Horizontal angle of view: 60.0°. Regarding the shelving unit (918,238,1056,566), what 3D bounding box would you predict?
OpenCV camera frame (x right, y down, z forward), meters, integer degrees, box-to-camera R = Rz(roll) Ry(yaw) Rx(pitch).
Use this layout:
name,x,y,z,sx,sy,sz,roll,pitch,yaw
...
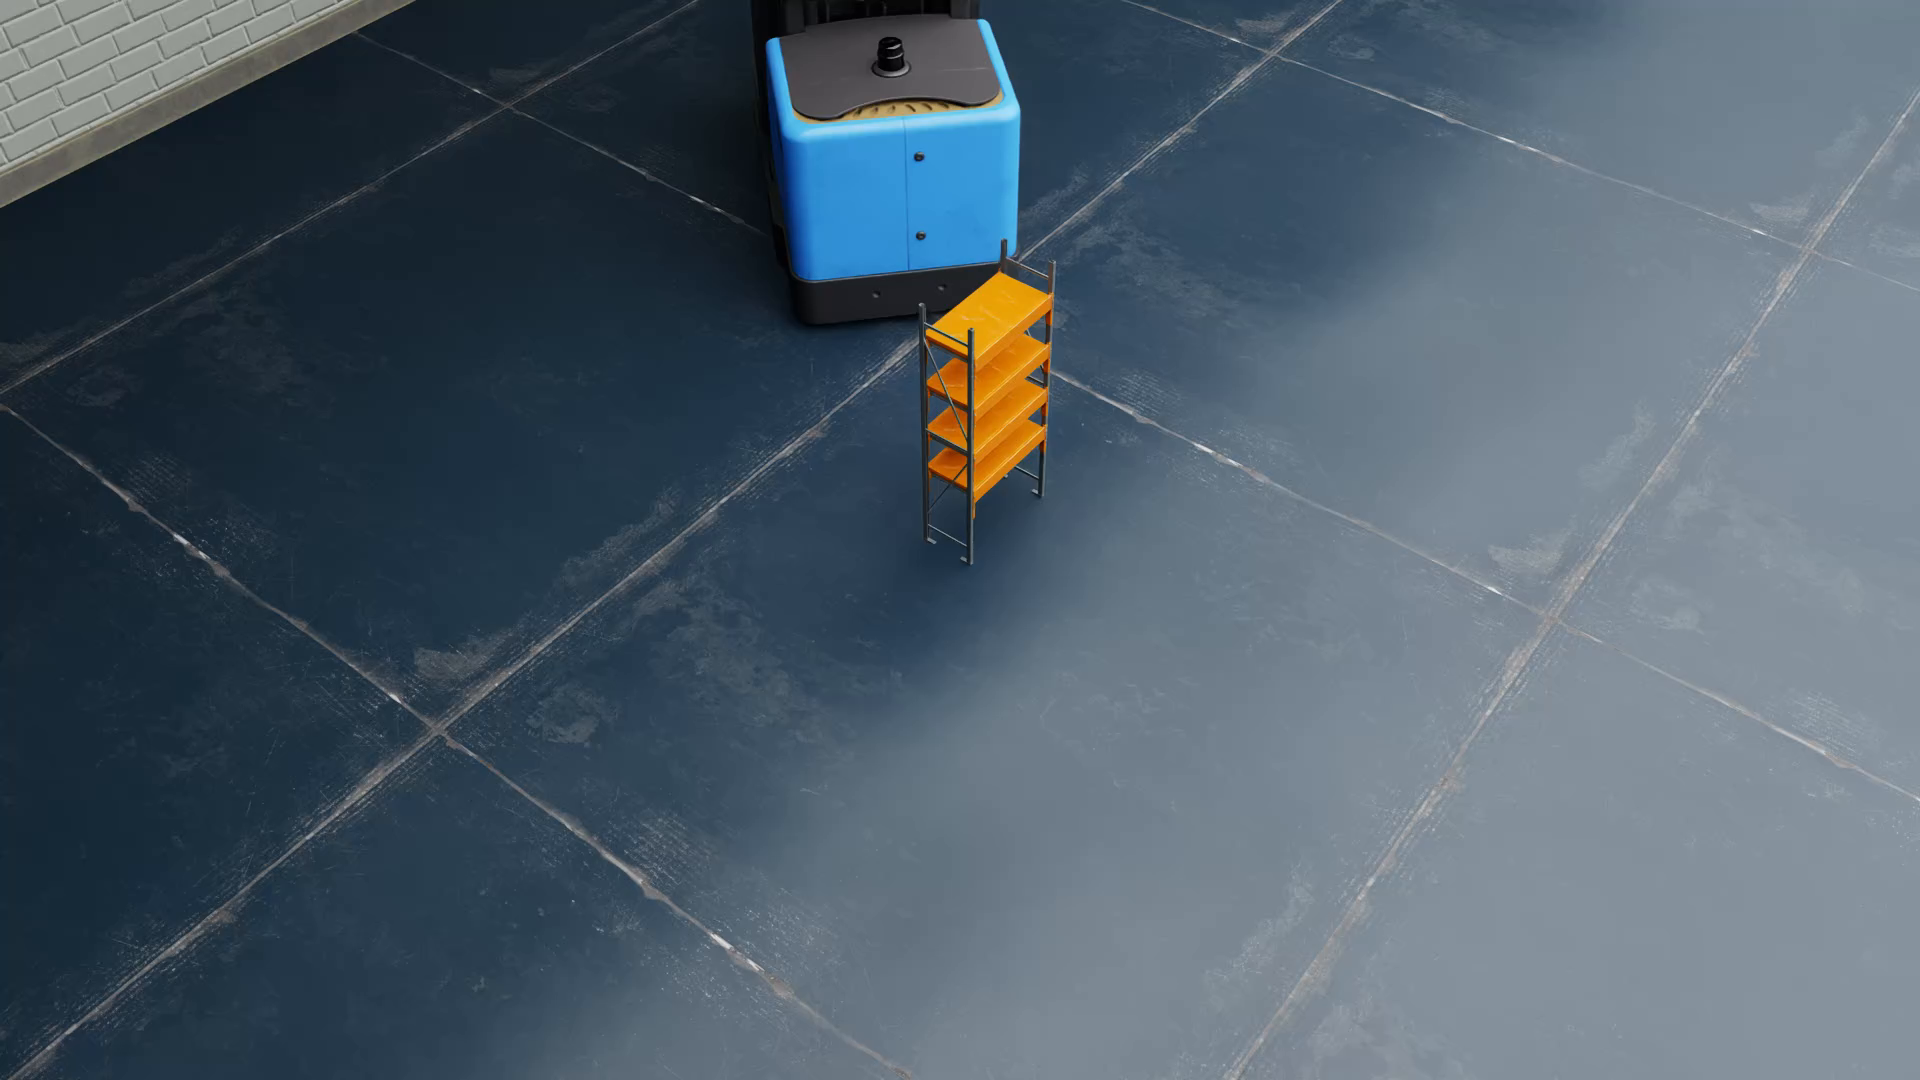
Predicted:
name,x,y,z,sx,sy,sz,roll,pitch,yaw
shelving unit,0.101,-0.509,6.407,0.258,1.200,0.503,29,53,25

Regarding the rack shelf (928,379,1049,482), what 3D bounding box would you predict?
name,x,y,z,sx,sy,sz,roll,pitch,yaw
rack shelf,0.101,-0.463,6.455,0.258,0.148,0.480,29,53,25

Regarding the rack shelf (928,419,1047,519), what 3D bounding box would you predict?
name,x,y,z,sx,sy,sz,roll,pitch,yaw
rack shelf,0.101,-0.326,6.599,0.258,0.148,0.480,29,53,25

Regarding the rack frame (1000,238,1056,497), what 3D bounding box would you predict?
name,x,y,z,sx,sy,sz,roll,pitch,yaw
rack frame,0.250,-0.649,6.540,0.240,1.200,0.015,29,53,25

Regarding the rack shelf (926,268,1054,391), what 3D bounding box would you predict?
name,x,y,z,sx,sy,sz,roll,pitch,yaw
rack shelf,0.101,-0.781,6.122,0.258,0.148,0.480,29,53,25

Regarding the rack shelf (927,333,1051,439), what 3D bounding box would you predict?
name,x,y,z,sx,sy,sz,roll,pitch,yaw
rack shelf,0.101,-0.617,6.294,0.258,0.148,0.480,29,53,25

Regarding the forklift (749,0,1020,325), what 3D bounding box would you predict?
name,x,y,z,sx,sy,sz,roll,pitch,yaw
forklift,-0.490,-3.077,7.663,1.130,2.935,3.031,-7,47,-7

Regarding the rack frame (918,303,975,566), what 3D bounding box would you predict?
name,x,y,z,sx,sy,sz,roll,pitch,yaw
rack frame,-0.048,-0.370,6.273,0.240,1.200,0.015,29,53,25
